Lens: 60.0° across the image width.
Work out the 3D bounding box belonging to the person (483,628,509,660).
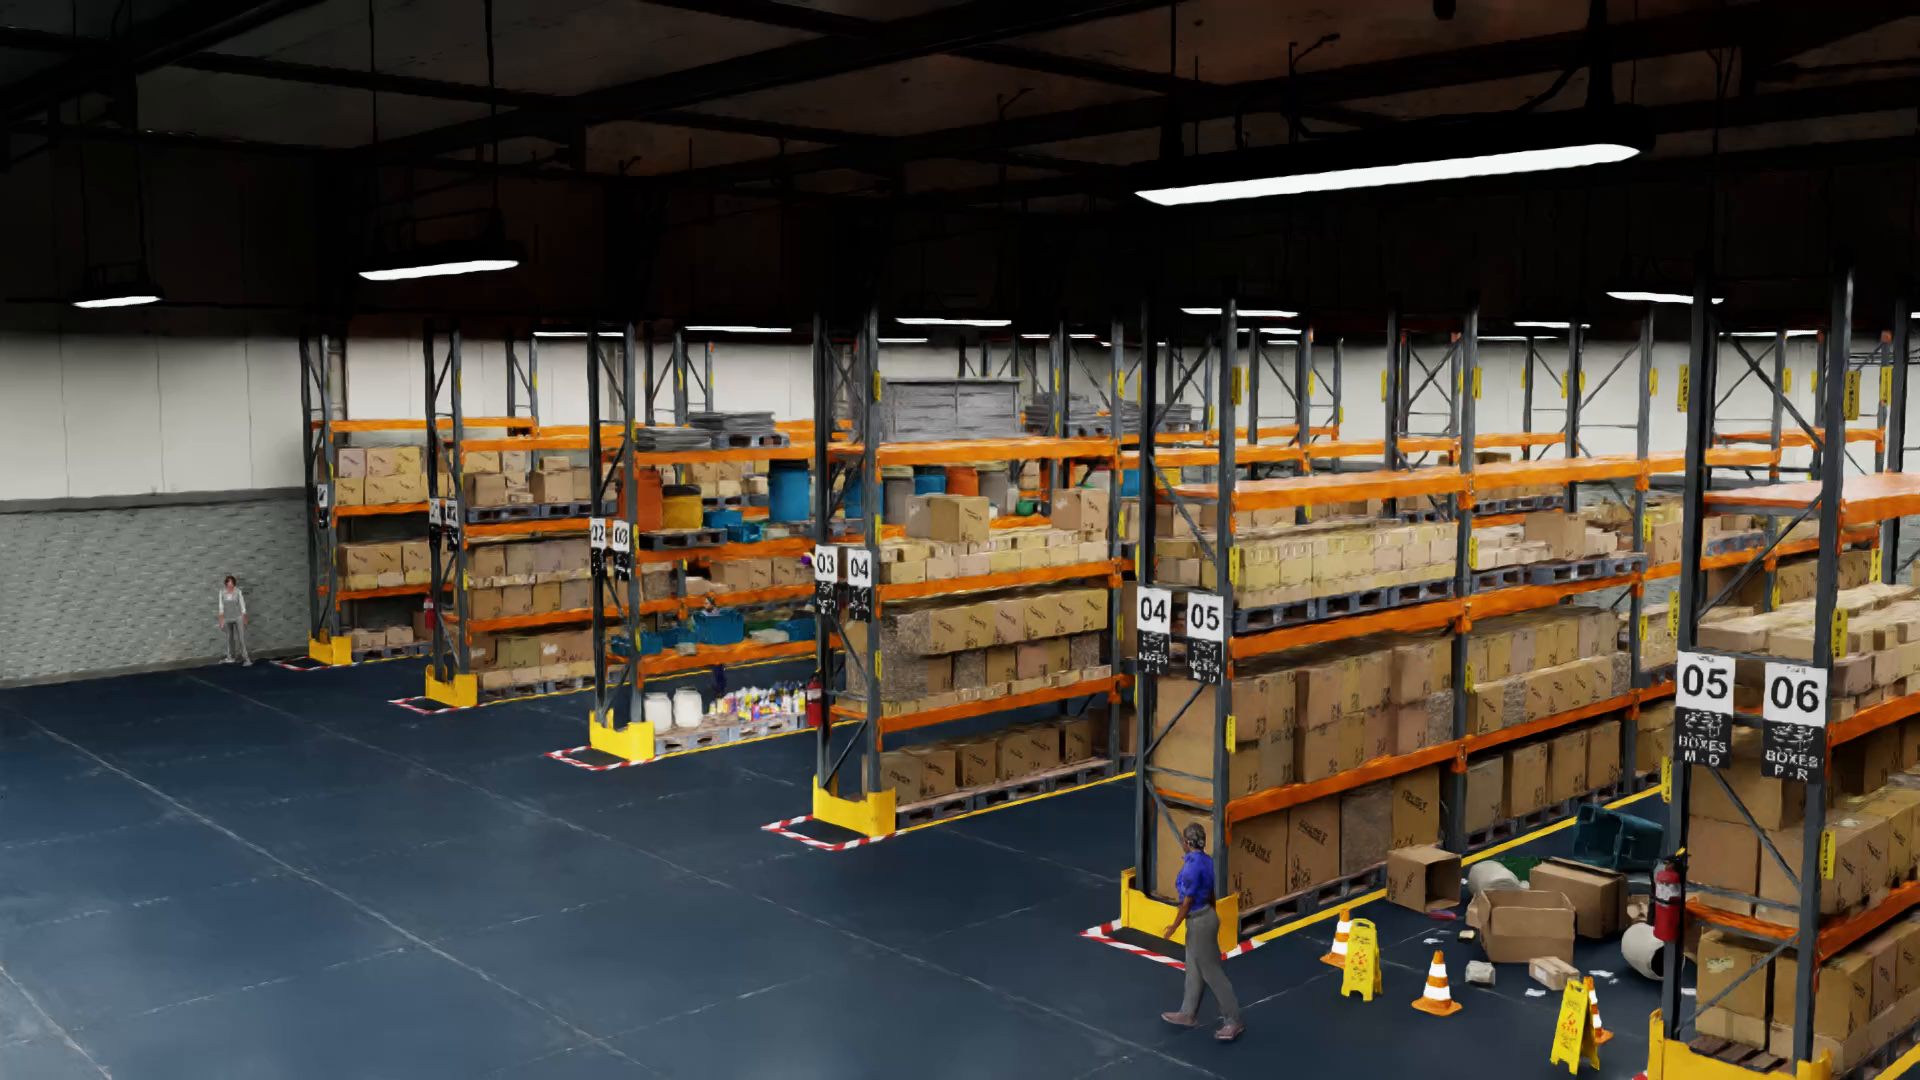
[{"bbox_3d":[-7.939,1.477,28.560,0.546,1.631,0.729,-6,8,-45],"label":"person"}]

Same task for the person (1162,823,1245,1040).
[{"bbox_3d":[1.901,3.037,13.018,0.677,1.644,0.488,2,6,20],"label":"person"}]

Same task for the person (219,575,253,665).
[{"bbox_3d":[-12.780,1.403,29.323,0.636,1.586,0.526,-1,6,-8],"label":"person"}]

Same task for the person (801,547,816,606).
[{"bbox_3d":[-3.050,0.853,34.036,0.456,1.752,0.607,2,6,20],"label":"person"}]

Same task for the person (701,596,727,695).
[{"bbox_3d":[-3.912,1.663,26.834,0.655,1.578,0.824,3,7,30],"label":"person"}]
